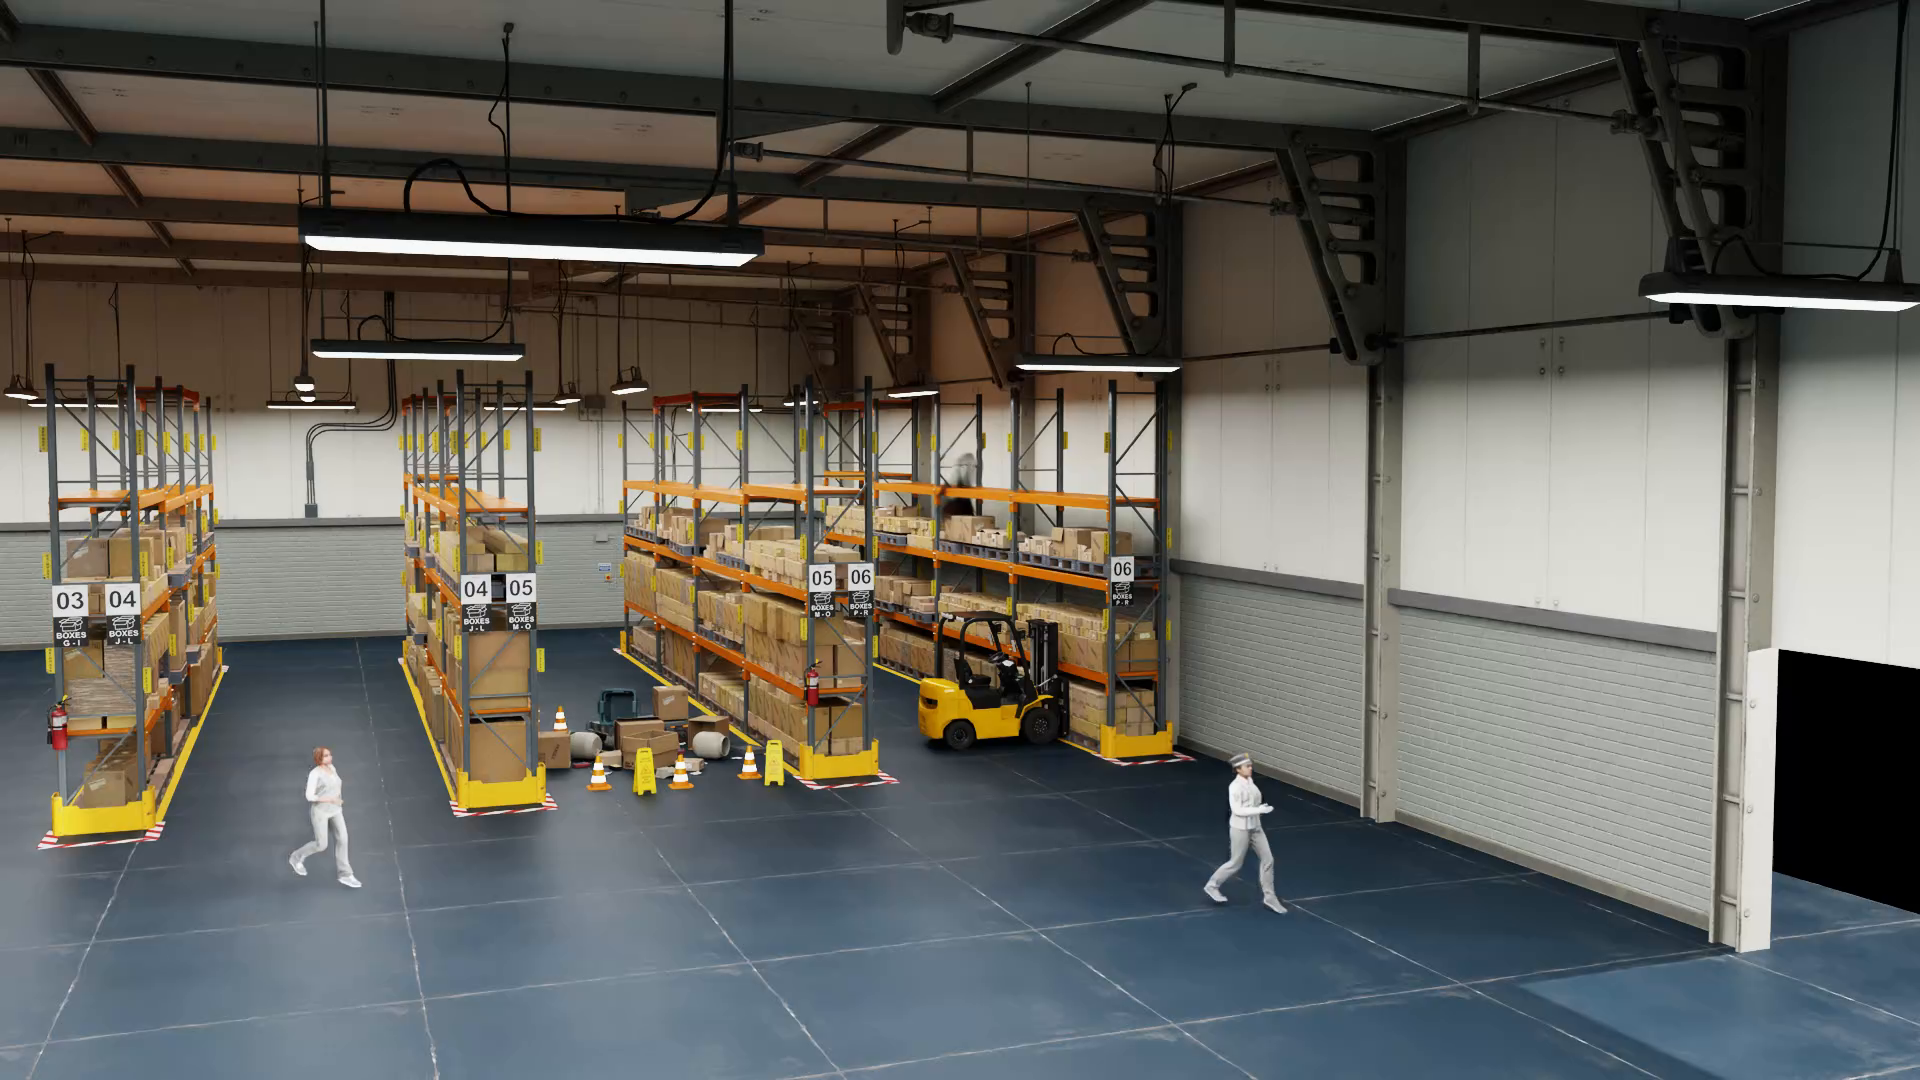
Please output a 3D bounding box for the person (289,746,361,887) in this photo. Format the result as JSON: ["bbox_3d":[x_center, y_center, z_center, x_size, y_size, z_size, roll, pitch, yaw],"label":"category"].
[{"bbox_3d":[-7.168,3.109,18.765,0.900,1.591,0.553,1,4,19],"label":"person"}]

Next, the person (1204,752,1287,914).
[{"bbox_3d":[3.079,3.120,17.854,0.896,1.714,0.622,2,4,36],"label":"person"}]
